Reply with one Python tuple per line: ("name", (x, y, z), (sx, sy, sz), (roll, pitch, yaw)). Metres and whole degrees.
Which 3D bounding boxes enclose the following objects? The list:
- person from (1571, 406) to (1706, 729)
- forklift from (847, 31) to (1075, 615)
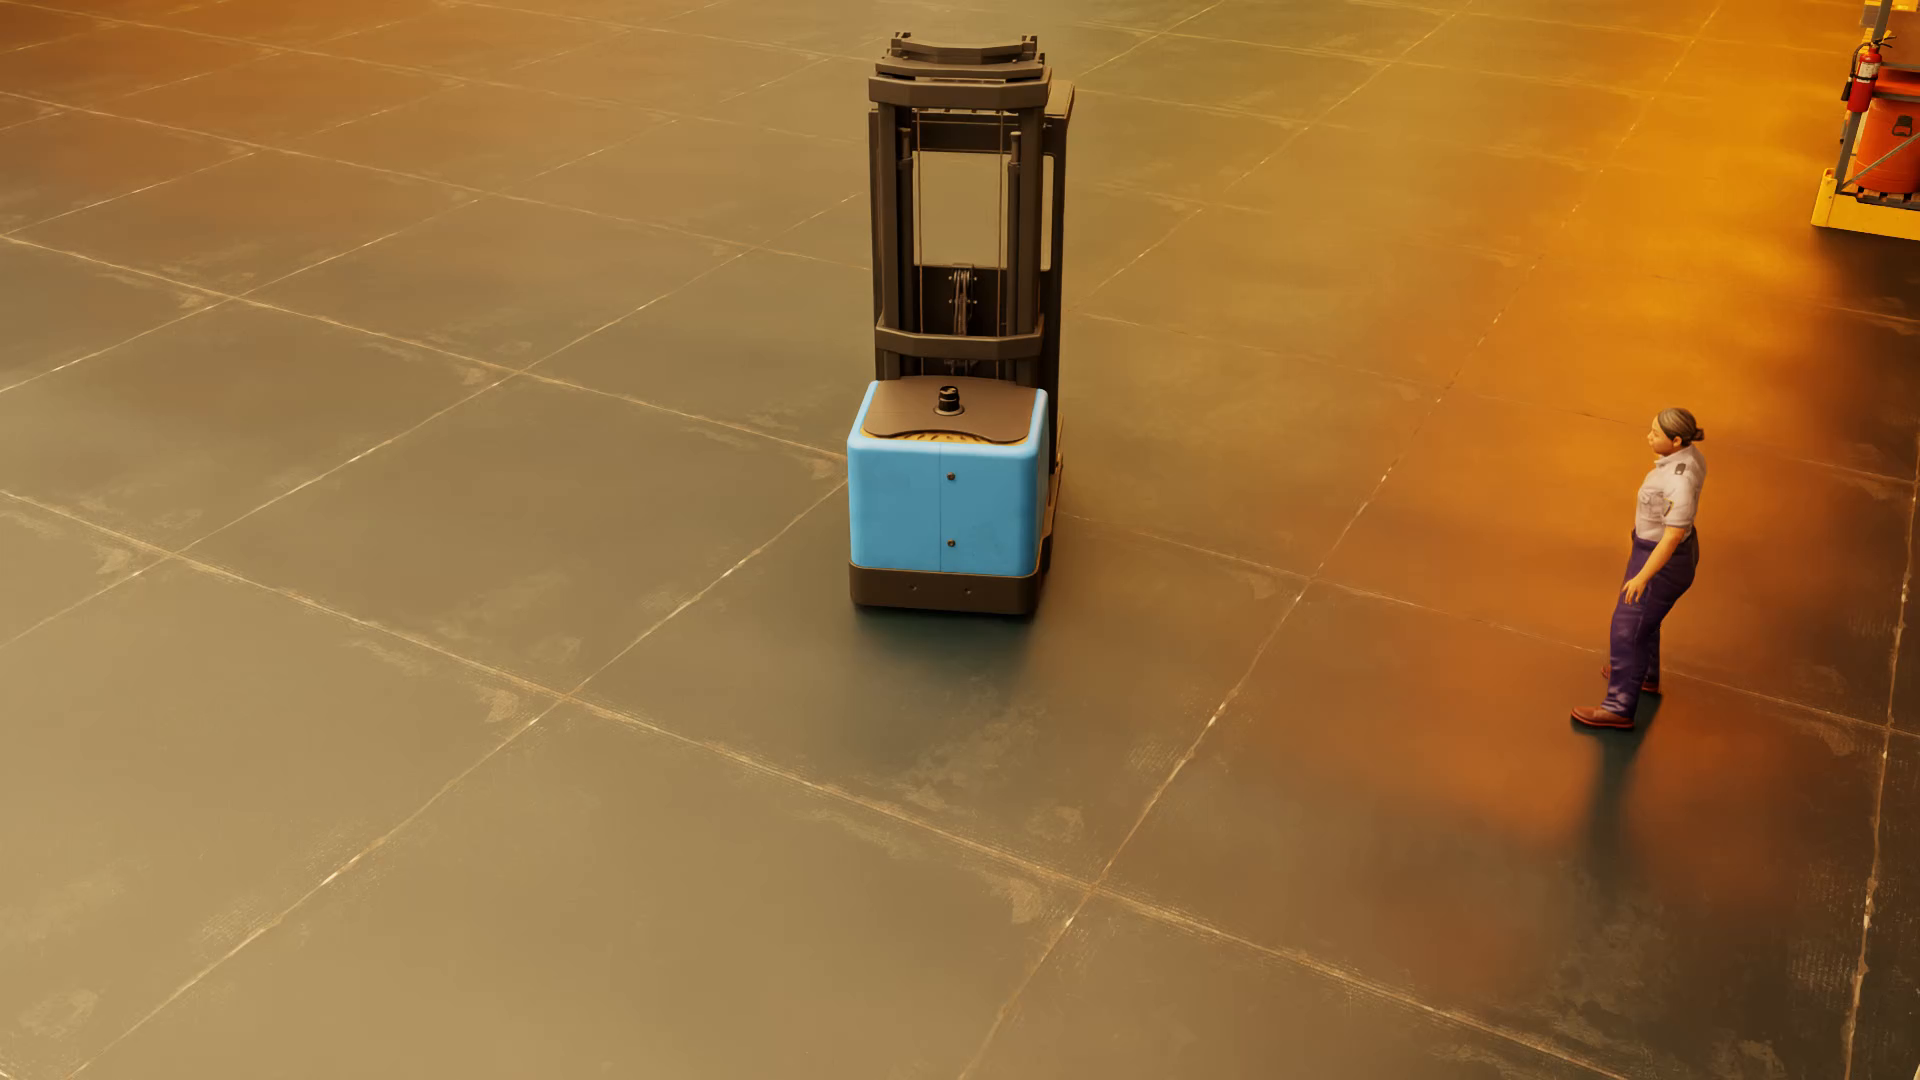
("person", (3.414, 0.103, 8.192), (0.403, 1.637, 0.685), (14, 33, 23))
("forklift", (0.072, -1.572, 9.794), (1.130, 2.935, 3.031), (3, 30, 6))
